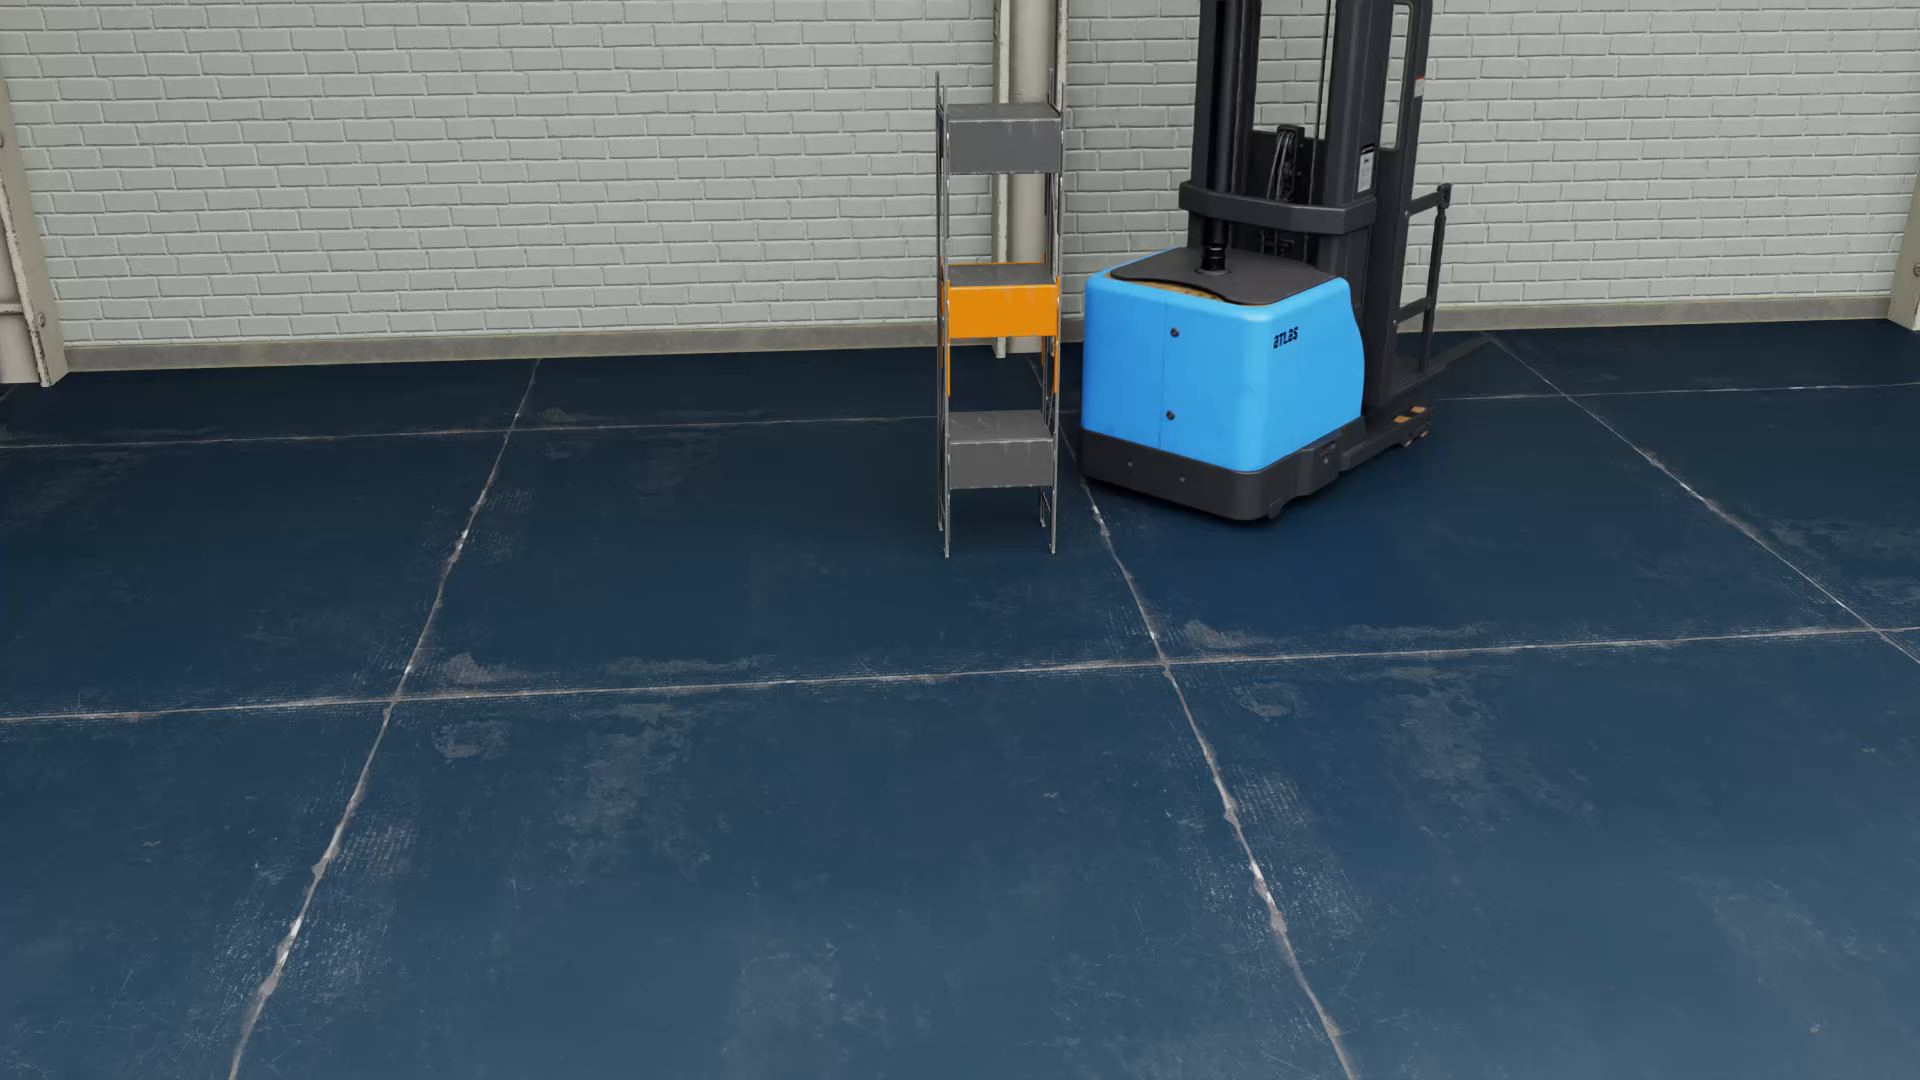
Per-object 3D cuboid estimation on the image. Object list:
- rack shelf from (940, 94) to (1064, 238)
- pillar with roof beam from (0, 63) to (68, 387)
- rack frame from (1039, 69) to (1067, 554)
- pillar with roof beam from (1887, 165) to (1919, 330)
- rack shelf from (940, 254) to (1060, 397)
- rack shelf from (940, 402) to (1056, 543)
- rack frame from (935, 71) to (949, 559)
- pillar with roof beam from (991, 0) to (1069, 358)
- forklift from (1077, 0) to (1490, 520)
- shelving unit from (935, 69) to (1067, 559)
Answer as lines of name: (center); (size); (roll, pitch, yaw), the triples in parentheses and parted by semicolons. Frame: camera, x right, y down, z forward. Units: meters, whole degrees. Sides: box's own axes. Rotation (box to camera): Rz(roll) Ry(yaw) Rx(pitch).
rack shelf: (0.165, -1.593, 7.060); (0.480, 0.518, 0.431); (-2, 24, -5)
pillar with roof beam: (-5.140, -3.329, 4.161); (0.400, 9.000, 9.100); (-2, 24, -5)
rack frame: (0.408, -0.976, 7.360); (0.015, 2.100, 0.400); (-2, 24, -5)
pillar with roof beam: (6.802, -3.808, 5.239); (0.400, 9.000, 9.100); (-2, 24, -5)
rack shelf: (0.165, -0.954, 7.344); (0.480, 0.518, 0.431); (-2, 24, -5)
rack shelf: (0.165, -0.314, 7.628); (0.480, 0.518, 0.431); (-2, 24, -5)
rack frame: (-0.078, -0.956, 7.316); (0.015, 2.100, 0.400); (-2, 24, -5)
pillar with roof beam: (0.831, -3.569, 4.700); (0.400, 9.000, 9.100); (-2, 24, -5)
forklift: (1.922, -1.953, 8.536); (1.130, 2.935, 3.031); (19, 30, 36)
shelving unit: (0.165, -0.966, 7.338); (0.503, 2.100, 0.431); (-2, 24, -5)
